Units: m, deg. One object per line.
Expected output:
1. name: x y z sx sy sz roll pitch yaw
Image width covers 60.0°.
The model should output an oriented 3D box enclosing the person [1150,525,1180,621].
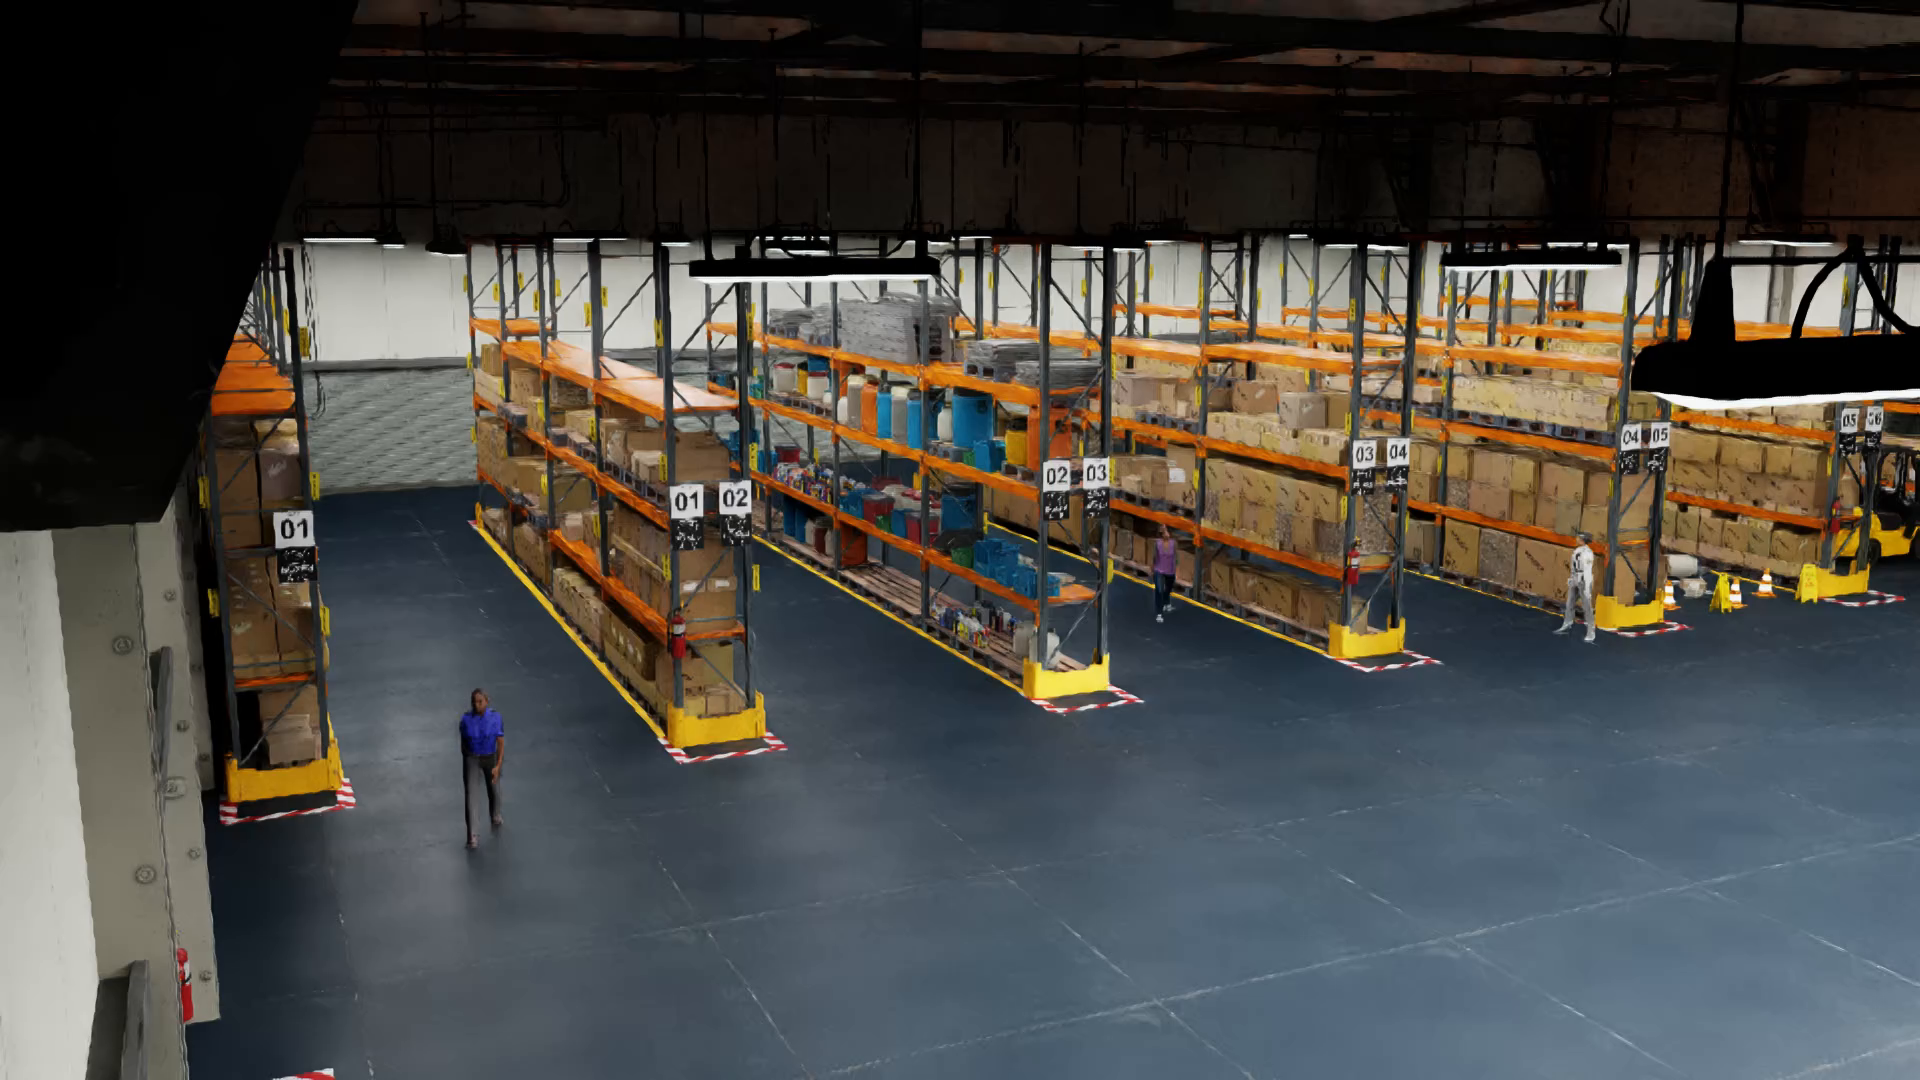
1. person: 3.276 0.479 26.588 0.461 1.531 0.866 -1 11 -3

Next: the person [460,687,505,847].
1. person: -4.903 2.281 17.116 0.443 1.587 1.000 -3 11 -15

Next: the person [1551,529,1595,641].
1. person: 9.378 0.654 25.312 0.588 1.668 0.662 -1 11 -3
